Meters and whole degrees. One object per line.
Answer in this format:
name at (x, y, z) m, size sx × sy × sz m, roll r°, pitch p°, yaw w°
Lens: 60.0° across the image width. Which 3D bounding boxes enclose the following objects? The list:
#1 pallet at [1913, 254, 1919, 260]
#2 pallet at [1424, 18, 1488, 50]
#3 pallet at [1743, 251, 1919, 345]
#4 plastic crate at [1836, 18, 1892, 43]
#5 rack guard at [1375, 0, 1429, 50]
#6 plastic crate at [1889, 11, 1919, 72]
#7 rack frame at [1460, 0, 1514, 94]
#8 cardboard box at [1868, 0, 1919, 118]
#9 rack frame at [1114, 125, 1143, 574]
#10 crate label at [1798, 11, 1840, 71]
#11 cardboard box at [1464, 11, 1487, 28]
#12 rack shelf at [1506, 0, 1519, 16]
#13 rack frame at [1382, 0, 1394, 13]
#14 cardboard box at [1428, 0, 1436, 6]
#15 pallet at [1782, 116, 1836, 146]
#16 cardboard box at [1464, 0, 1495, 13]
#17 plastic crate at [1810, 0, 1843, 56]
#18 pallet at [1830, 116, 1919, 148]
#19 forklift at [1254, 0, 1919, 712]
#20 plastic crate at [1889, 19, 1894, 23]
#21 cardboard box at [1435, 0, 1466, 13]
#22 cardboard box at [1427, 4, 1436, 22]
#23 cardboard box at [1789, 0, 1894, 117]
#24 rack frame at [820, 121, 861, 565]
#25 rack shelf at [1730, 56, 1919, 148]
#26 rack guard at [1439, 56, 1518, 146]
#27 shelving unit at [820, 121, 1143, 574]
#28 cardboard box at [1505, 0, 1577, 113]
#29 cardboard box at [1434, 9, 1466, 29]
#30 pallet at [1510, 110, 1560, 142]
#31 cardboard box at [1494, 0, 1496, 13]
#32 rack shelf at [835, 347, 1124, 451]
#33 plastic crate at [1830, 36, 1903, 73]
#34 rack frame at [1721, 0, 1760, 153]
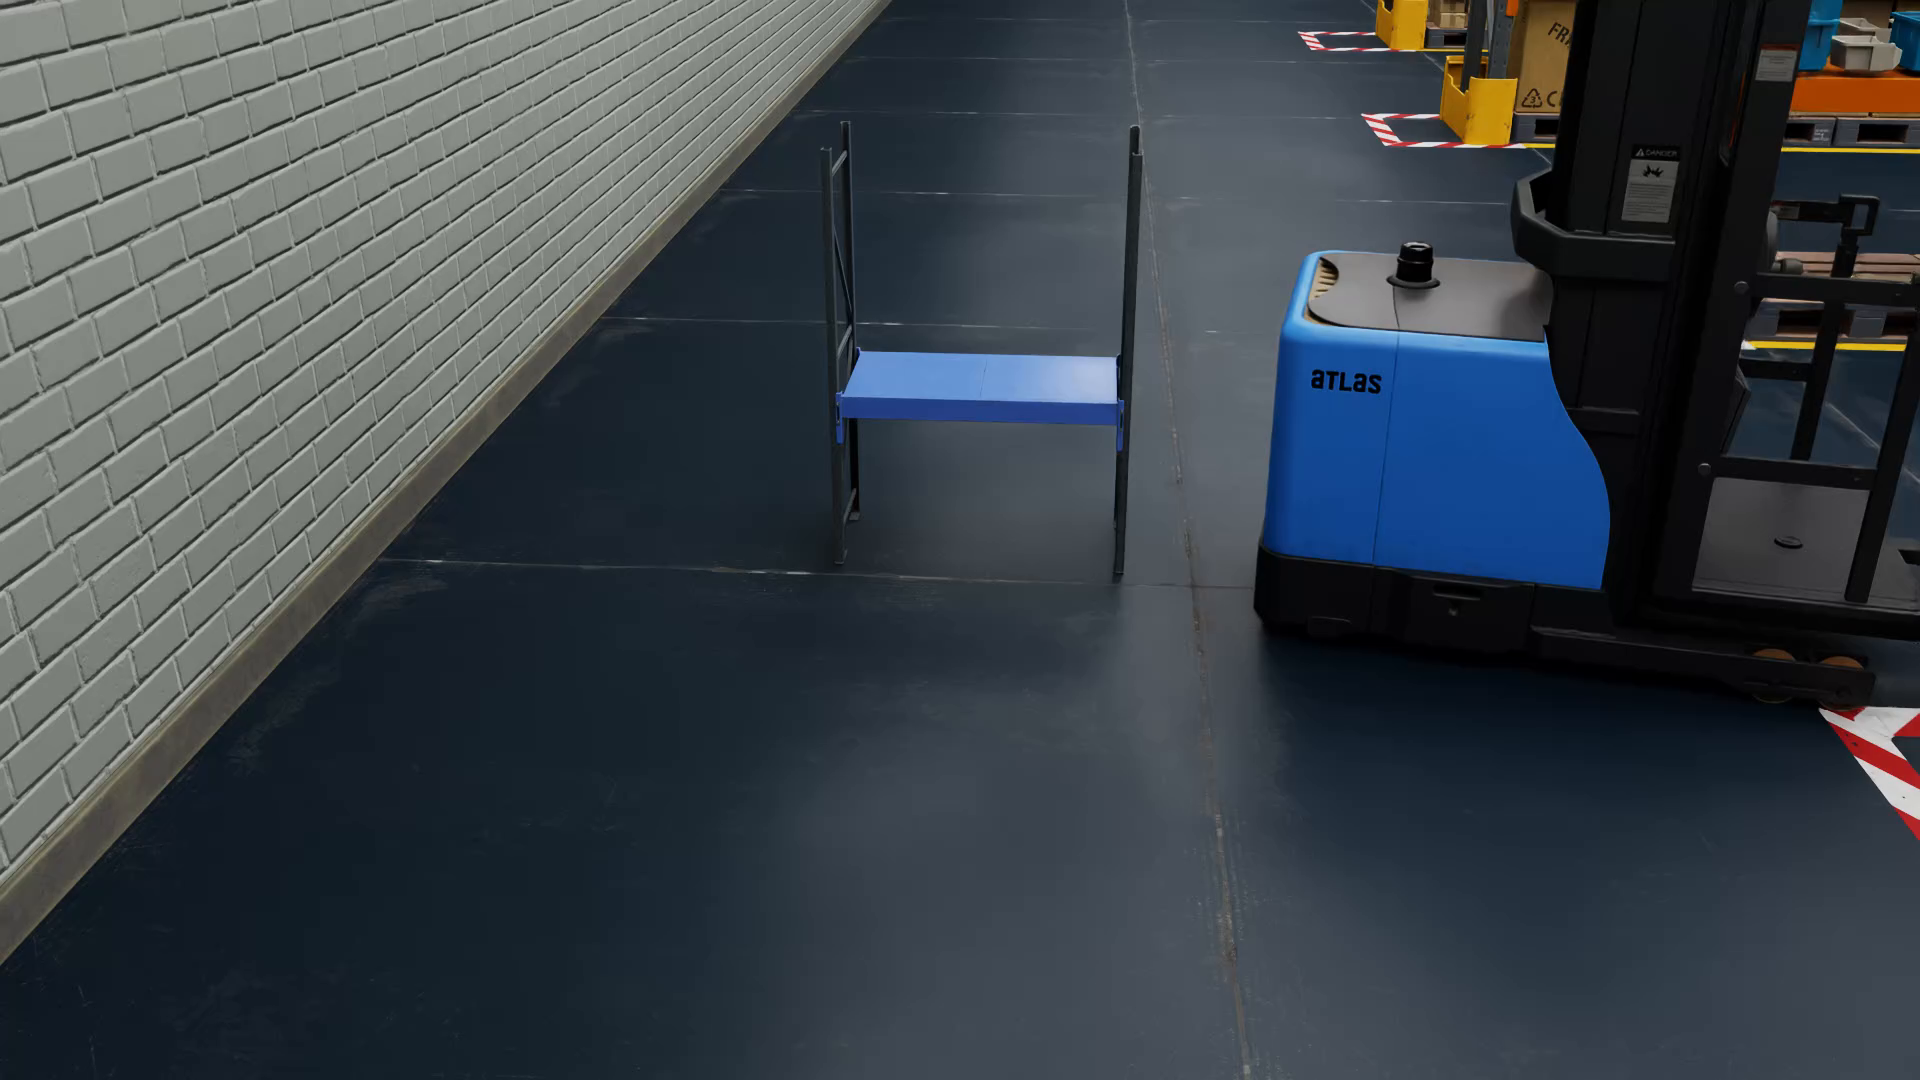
pallet at (5.821, -1.257, 8.728) m, size 1.213 × 0.211 × 1.003 m, roll 2°, pitch 25°, yaw 4°
pallet at (5.531, -5.424, 17.786) m, size 1.213 × 0.211 × 1.003 m, roll 2°, pitch 25°, yaw 4°
pallet at (4.608, -1.297, 8.815) m, size 1.213 × 0.211 × 1.003 m, roll 2°, pitch 25°, yaw 4°
plastic crate at (4.616, -2.563, 8.475) m, size 0.243 × 0.136 × 0.396 m, roll 2°, pitch 25°, yaw 4°
rack guard at (4.724, -5.596, 17.814) m, size 0.348 × 0.500 × 1.175 m, roll 2°, pitch 25°, yaw 4°
plastic crate at (4.666, -2.391, 7.986) m, size 0.300 × 0.233 × 0.416 m, roll 2°, pitch 25°, yaw 4°
rack frame at (4.168, -4.670, 12.811) m, size 0.127 × 3.000 × 1.000 m, roll 2°, pitch 25°, yaw 4°
cardboard box at (7.504, -3.822, 13.008) m, size 0.875 × 0.875 × 0.875 m, roll 2°, pitch 25°, yaw 4°
rack frame at (0.592, -0.662, 5.895) m, size 0.032 × 1.500 × 0.500 m, roll 2°, pitch 25°, yaw 4°
crate label at (4.010, -2.412, 8.032) m, size 0.303 × 0.233 × 0.416 m, roll 2°, pitch 25°, yaw 4°
cardboard box at (5.414, -5.506, 17.535) m, size 0.250 × 0.149 × 0.380 m, roll 2°, pitch 25°, yaw 4°
rack shelf at (6.162, -4.279, 12.823) m, size 4.000 × 0.370 × 1.077 m, roll 2°, pitch 25°, yaw 4°
rack frame at (4.648, -6.734, 17.297) m, size 0.127 × 3.000 × 1.000 m, roll 2°, pitch 25°, yaw 4°
cardboard box at (5.196, -5.867, 17.965) m, size 0.250 × 0.149 × 0.380 m, roll 1°, pitch 25°, yaw 3°
pallet at (6.184, -3.370, 13.322) m, size 1.213 × 0.211 × 1.003 m, roll 2°, pitch 25°, yaw 4°
cardboard box at (5.420, -5.609, 17.404) m, size 0.250 × 0.149 × 0.380 m, roll 2°, pitch 25°, yaw 4°
plastic crate at (4.137, -2.716, 8.451) m, size 0.499 × 0.435 × 0.616 m, roll 2°, pitch 25°, yaw 4°
pallet at (7.404, -3.332, 13.240) m, size 1.213 × 0.211 × 1.003 m, roll 2°, pitch 25°, yaw 4°
forklift at (2.560, -1.051, 5.027) m, size 3.031 × 2.935 × 1.130 m, roll 6°, pitch 25°, yaw 14°
plastic crate at (4.904, -2.548, 8.442) m, size 0.243 × 0.136 × 0.396 m, roll 2°, pitch 25°, yaw 4°
cardboard box at (5.151, -5.641, 17.474) m, size 0.250 × 0.149 × 0.380 m, roll 3°, pitch 25°, yaw 6°
cardboard box at (5.189, -5.700, 17.957) m, size 0.250 × 0.149 × 0.380 m, roll 2°, pitch 25°, yaw 5°
cardboard box at (6.607, -3.851, 13.070) m, size 0.875 × 0.875 × 0.875 m, roll 2°, pitch 25°, yaw 4°
rack frame at (-0.422, -0.695, 5.966) m, size 0.032 × 1.500 × 0.500 m, roll 2°, pitch 25°, yaw 4°
rack shelf at (5.783, -2.215, 8.336) m, size 4.000 × 0.370 × 1.077 m, roll 2°, pitch 25°, yaw 4°
rack guard at (4.144, -3.536, 13.335) m, size 0.348 × 0.500 × 1.175 m, roll 2°, pitch 25°, yaw 4°
shelving unit at (0.085, -0.679, 5.931) m, size 1.048 × 1.500 × 0.538 m, roll 2°, pitch 25°, yaw 4°
cardboard box at (4.812, -3.909, 13.196) m, size 0.875 × 0.875 × 0.875 m, roll 2°, pitch 25°, yaw 4°
cardboard box at (5.146, -5.480, 17.479) m, size 0.250 × 0.149 × 0.380 m, roll 2°, pitch 25°, yaw 5°
pallet at (4.971, -3.410, 13.409) m, size 1.213 × 0.211 × 1.003 m, roll 2°, pitch 25°, yaw 4°
cardboard box at (5.671, -5.638, 17.467) m, size 0.250 × 0.149 × 0.380 m, roll 2°, pitch 25°, yaw 5°
rack shelf at (0.085, -0.515, 6.006) m, size 1.000 × 0.185 × 0.538 m, roll 2°, pitch 25°, yaw 4°
plastic crate at (4.323, -2.324, 7.955) m, size 0.298 × 0.136 × 0.250 m, roll 2°, pitch 25°, yaw 4°
rack frame at (3.789, -2.606, 8.325) m, size 0.127 × 3.000 × 1.000 m, roll 2°, pitch 25°, yaw 4°
